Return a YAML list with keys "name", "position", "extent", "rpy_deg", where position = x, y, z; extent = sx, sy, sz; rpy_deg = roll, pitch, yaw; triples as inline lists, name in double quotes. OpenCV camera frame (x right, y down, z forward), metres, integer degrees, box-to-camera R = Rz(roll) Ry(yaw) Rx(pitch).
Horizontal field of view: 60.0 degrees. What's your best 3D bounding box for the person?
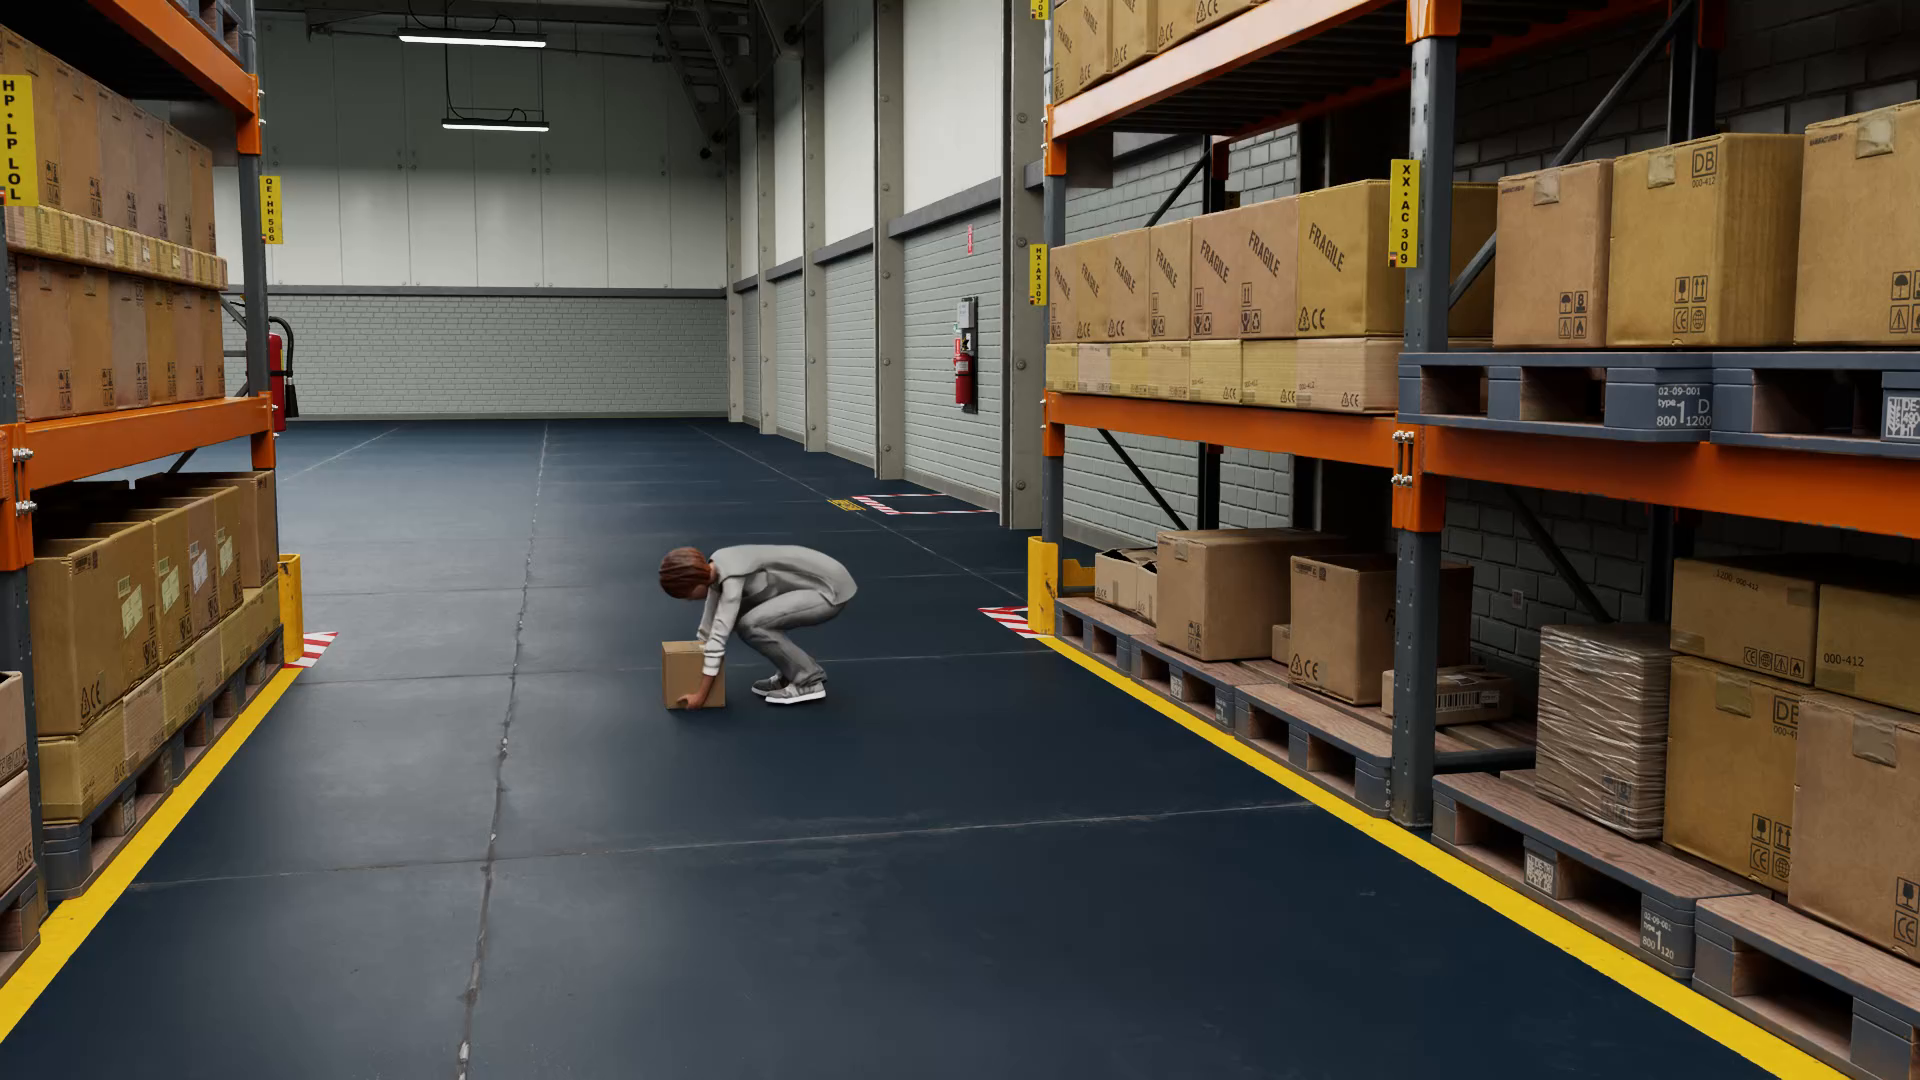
- name: "person"
  position: [-0.876, 0.368, 7.253]
  extent: [0.864, 0.703, 0.417]
  rpy_deg: [-2, 7, -15]
